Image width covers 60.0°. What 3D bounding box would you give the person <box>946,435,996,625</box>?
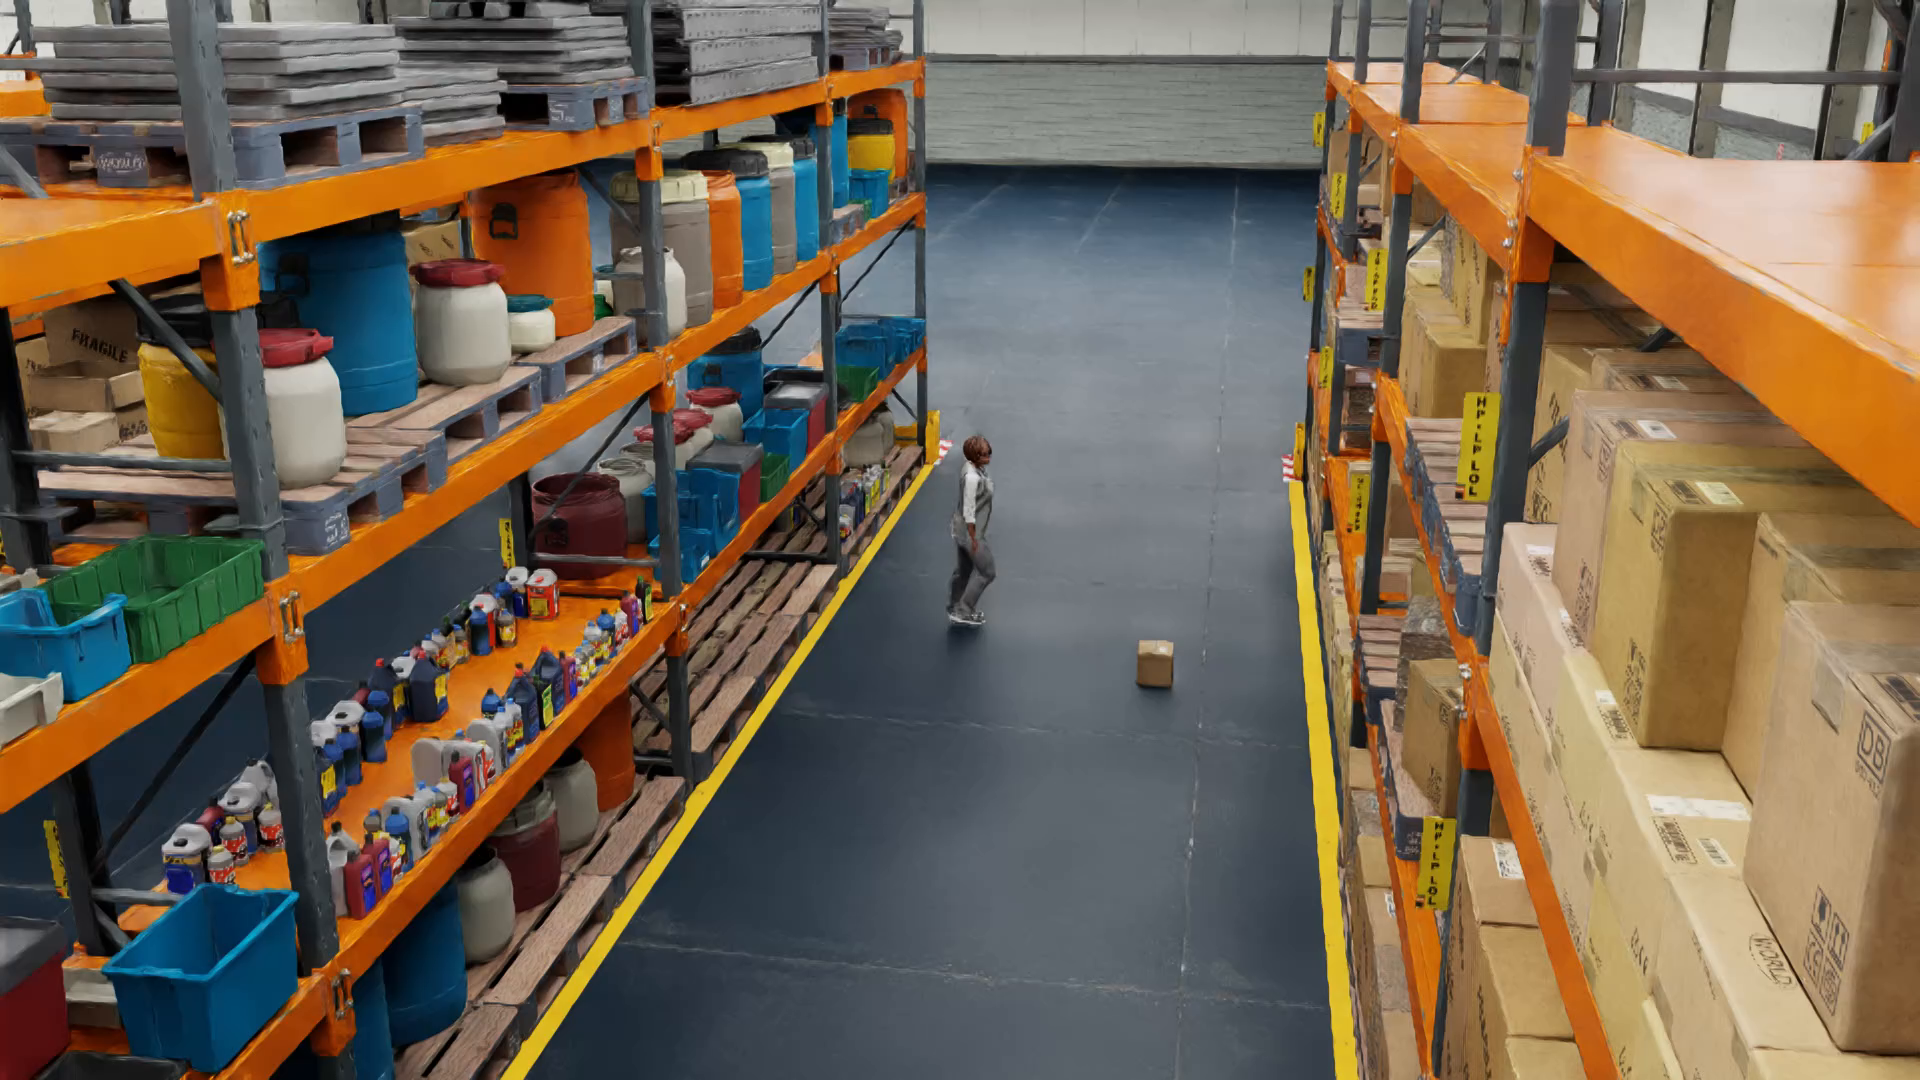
[{"bbox_3d":[0.086,-0.060,12.754,0.386,1.562,0.502,0,18,-1],"label":"person"}]
